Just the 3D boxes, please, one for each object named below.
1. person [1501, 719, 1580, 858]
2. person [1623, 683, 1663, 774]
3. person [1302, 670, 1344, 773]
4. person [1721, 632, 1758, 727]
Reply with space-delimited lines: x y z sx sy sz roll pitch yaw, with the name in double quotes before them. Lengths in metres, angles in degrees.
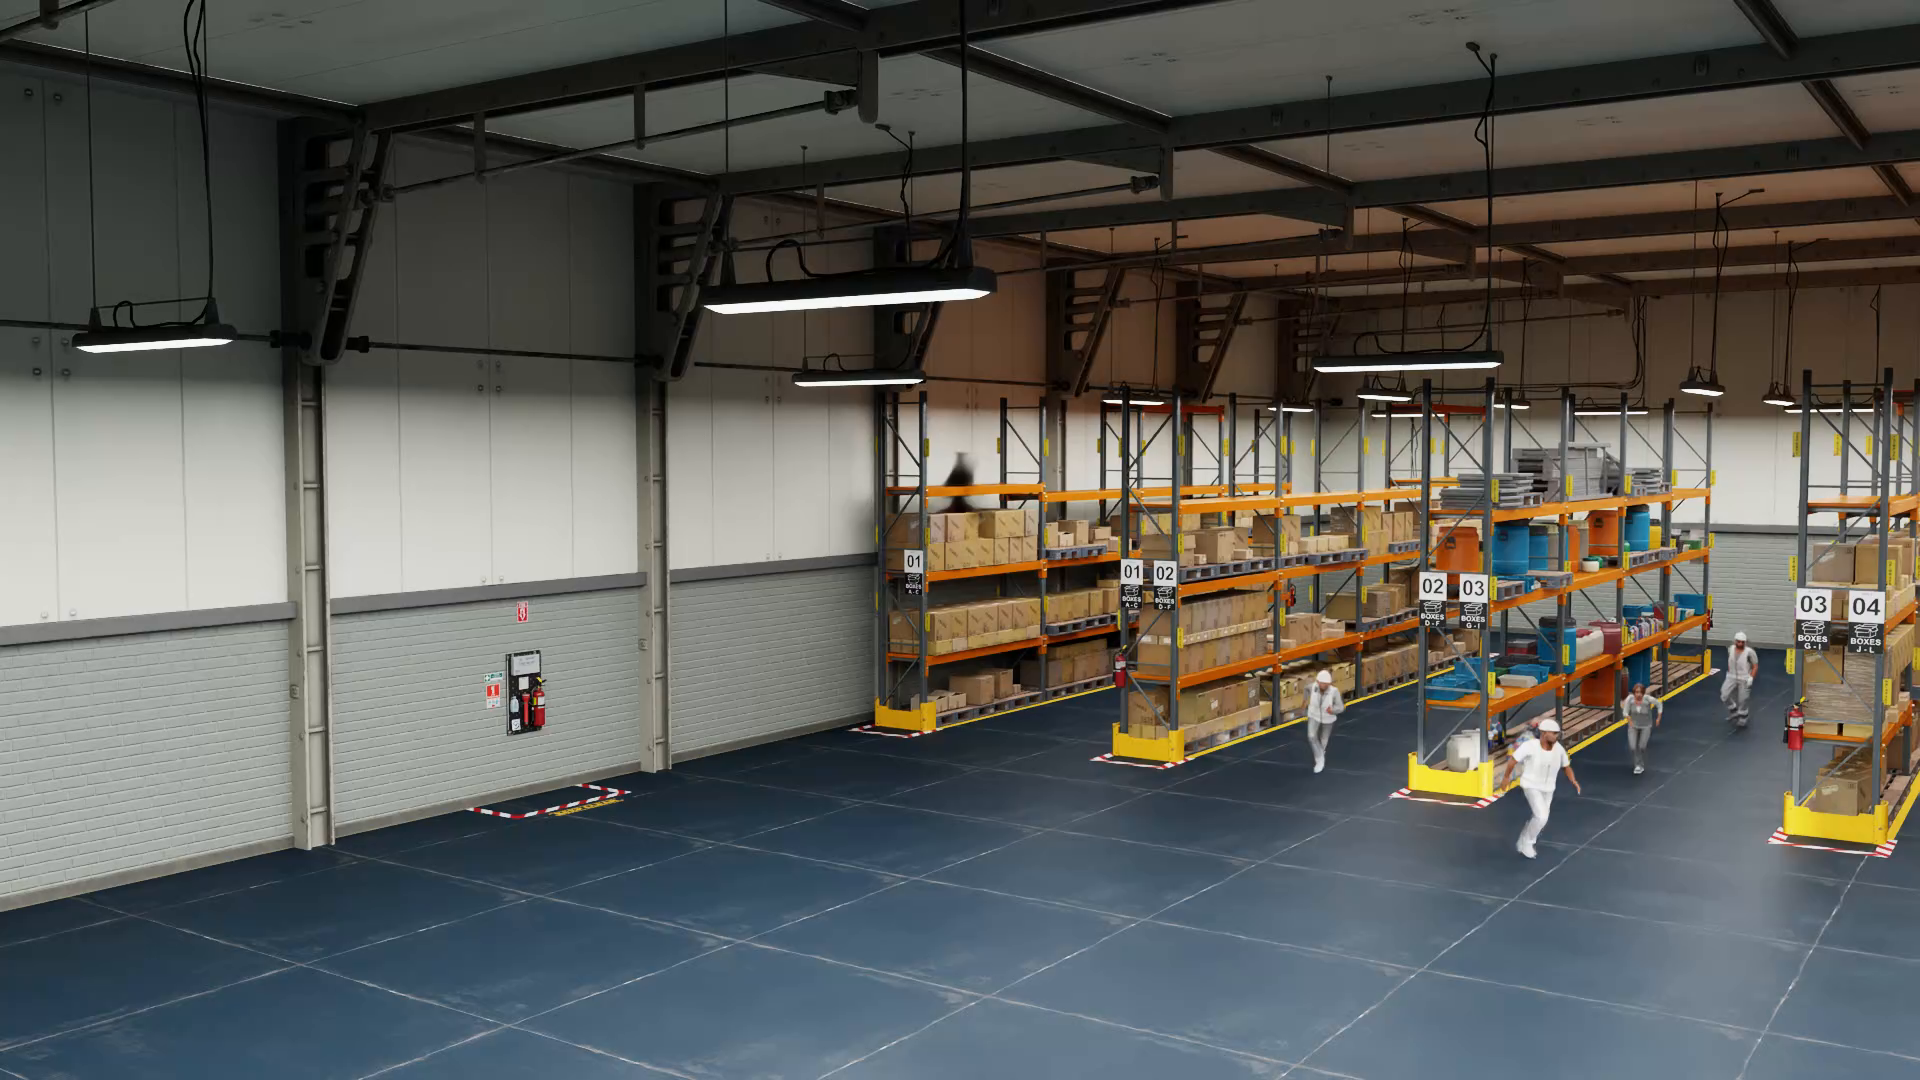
"person" 7.055 3.010 20.115 0.680 1.709 0.822 -1 3 -18
"person" 10.423 2.879 25.398 0.565 1.435 0.775 1 3 24
"person" 5.608 2.760 25.706 0.651 1.584 1.116 1 3 14
"person" 13.878 2.484 29.599 0.682 1.727 0.676 -3 4 -42
